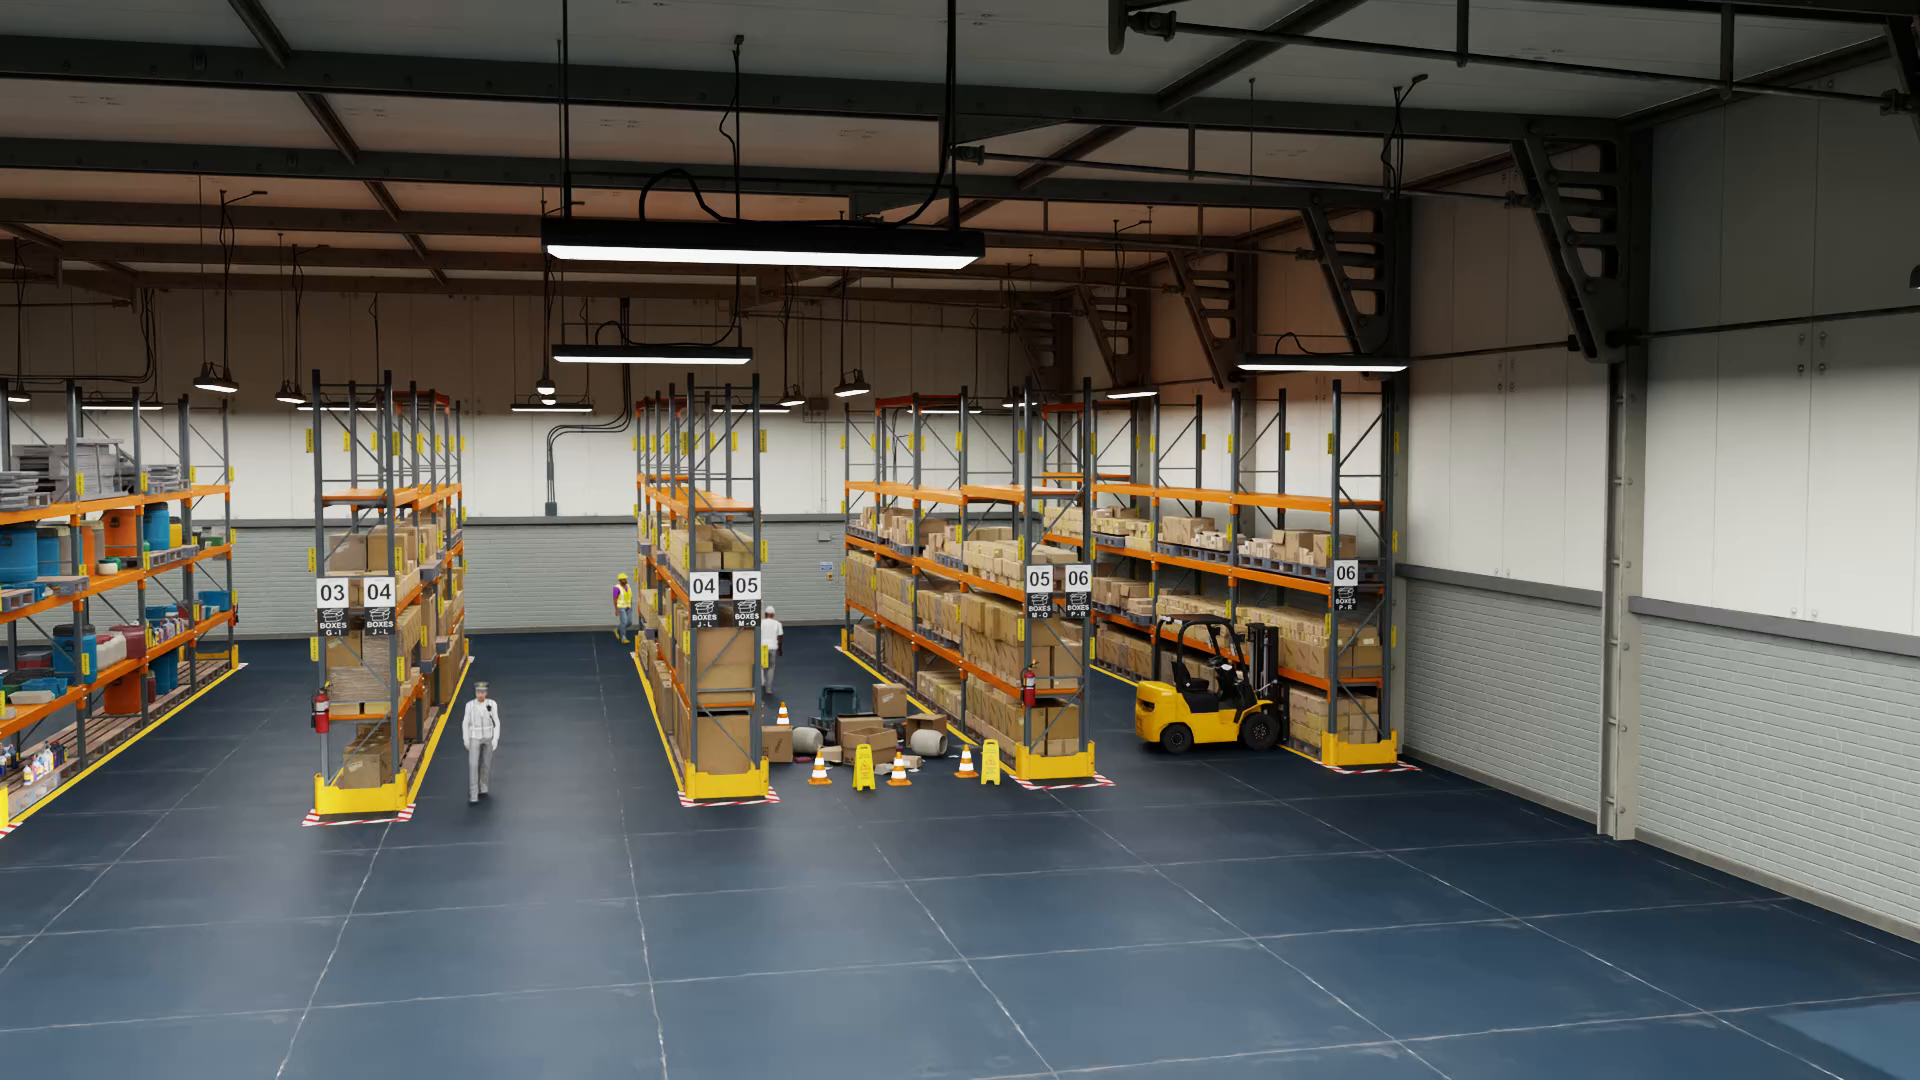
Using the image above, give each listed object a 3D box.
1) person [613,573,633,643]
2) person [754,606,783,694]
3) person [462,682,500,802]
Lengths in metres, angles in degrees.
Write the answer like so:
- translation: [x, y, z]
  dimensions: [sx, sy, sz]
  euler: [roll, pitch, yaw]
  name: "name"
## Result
- translation: [-8.477, 1.702, 41.710]
  dimensions: [0.658, 1.754, 0.578]
  euler: [2, 4, 30]
  name: "person"
- translation: [-3.855, 2.212, 33.358]
  dimensions: [0.630, 1.735, 0.723]
  euler: [-1, 3, -9]
  name: "person"
- translation: [-6.735, 2.809, 23.451]
  dimensions: [0.497, 1.628, 0.930]
  euler: [-2, 4, -25]
  name: "person"
